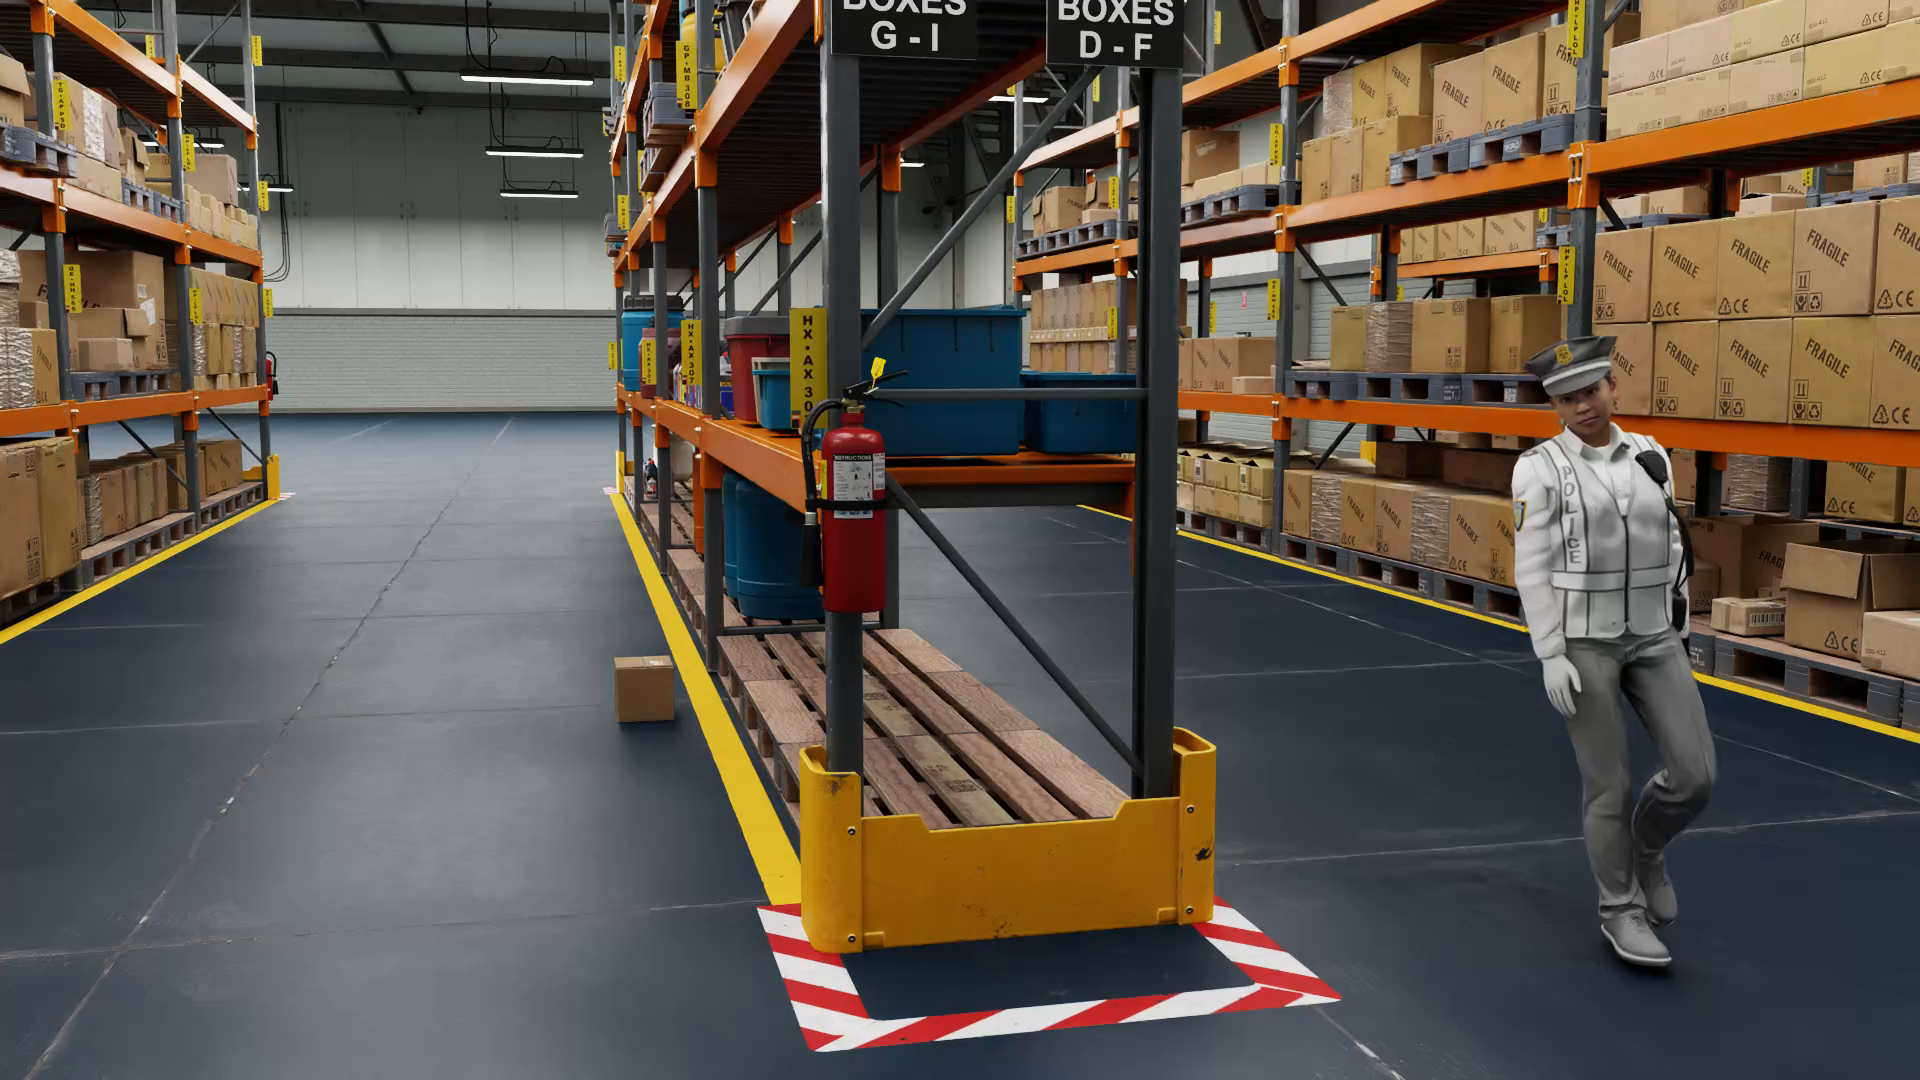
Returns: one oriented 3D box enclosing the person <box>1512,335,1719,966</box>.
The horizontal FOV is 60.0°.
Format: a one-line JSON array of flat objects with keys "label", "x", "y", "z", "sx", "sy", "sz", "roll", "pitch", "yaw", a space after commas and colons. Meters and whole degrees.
[{"label": "person", "x": 1.739, "y": 0.283, "z": 4.439, "sx": 0.531, "sy": 1.647, "sz": 0.453, "roll": 0, "pitch": 6, "yaw": -3}]
